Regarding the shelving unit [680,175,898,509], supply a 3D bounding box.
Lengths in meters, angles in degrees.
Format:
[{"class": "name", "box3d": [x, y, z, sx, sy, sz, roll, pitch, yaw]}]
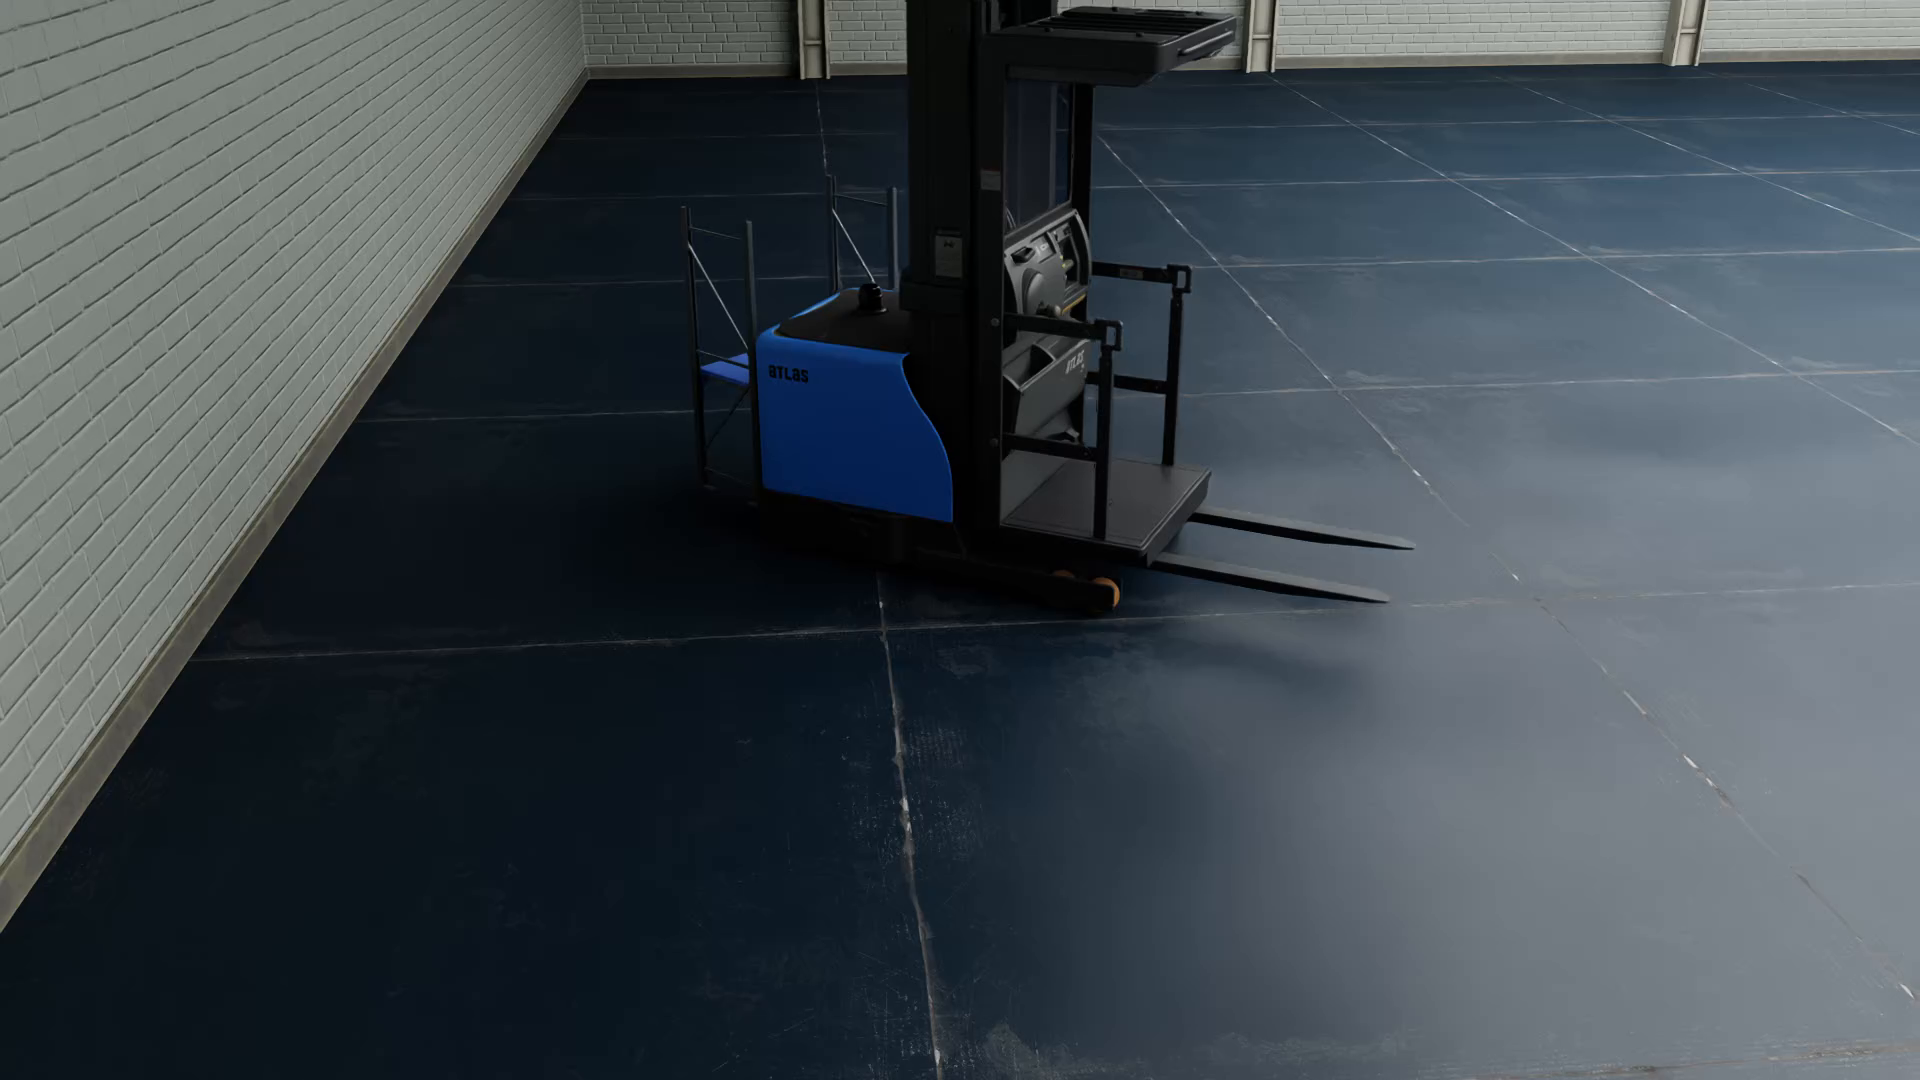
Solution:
[{"class": "shelving unit", "box3d": [-0.866, -1.068, 8.807, 0.538, 1.500, 1.048, 20, 31, 37]}]

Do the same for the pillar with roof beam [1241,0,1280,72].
[{"class": "pillar with roof beam", "box3d": [4.469, -8.757, 16.872, 0.400, 9.000, 9.100, -2, 24, -5]}]

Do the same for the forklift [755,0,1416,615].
[{"class": "forklift", "box3d": [0.585, -1.247, 7.447, 3.031, 2.935, 1.130, 10, 26, 22]}]

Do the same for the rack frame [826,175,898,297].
[{"class": "rack frame", "box3d": [-0.530, -1.223, 9.155, 0.500, 1.500, 0.032, 20, 31, 37]}]

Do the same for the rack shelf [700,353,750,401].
[{"class": "rack shelf", "box3d": [-0.866, -0.904, 8.880, 0.538, 0.185, 1.000, 20, 31, 37]}]

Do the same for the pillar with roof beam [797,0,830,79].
[{"class": "pillar with roof beam", "box3d": [-1.502, -8.517, 16.333, 0.400, 9.000, 9.100, -2, 24, -5]}]

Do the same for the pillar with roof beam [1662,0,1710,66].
[{"class": "pillar with roof beam", "box3d": [10.440, -8.996, 17.411, 0.400, 9.000, 9.100, -2, 24, -5]}]

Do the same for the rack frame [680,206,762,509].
[{"class": "rack frame", "box3d": [-1.202, -0.913, 8.458, 0.500, 1.500, 0.032, 20, 31, 37]}]
